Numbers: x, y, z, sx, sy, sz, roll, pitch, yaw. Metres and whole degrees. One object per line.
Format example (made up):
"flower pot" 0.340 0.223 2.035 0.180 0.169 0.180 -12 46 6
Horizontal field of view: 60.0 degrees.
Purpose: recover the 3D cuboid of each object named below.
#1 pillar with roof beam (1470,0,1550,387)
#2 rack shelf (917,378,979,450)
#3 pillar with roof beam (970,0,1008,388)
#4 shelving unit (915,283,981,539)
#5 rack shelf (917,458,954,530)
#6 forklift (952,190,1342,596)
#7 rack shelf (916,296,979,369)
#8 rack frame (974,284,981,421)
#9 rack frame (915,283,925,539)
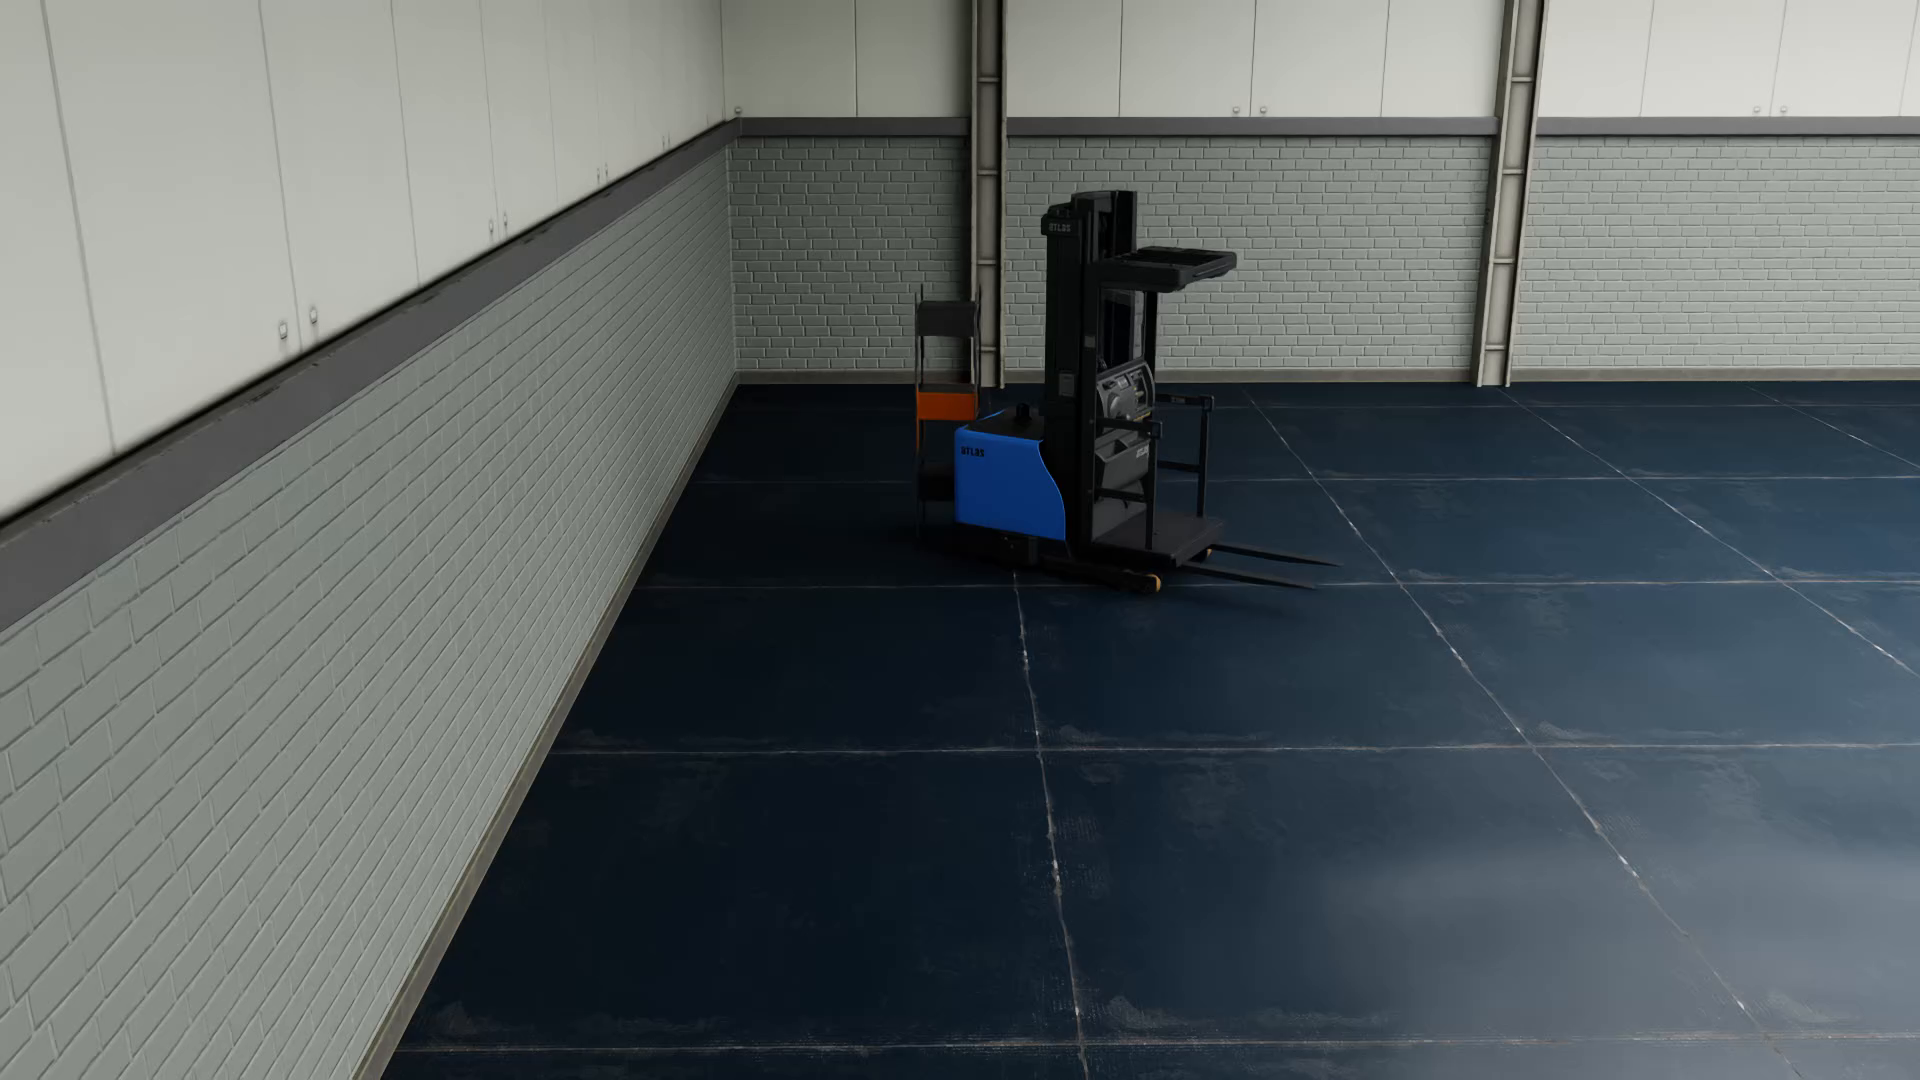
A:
"pillar with roof beam" 6.390 -4.836 14.390 0.400 9.000 9.100 0 18 -1
"rack shelf" -0.095 -1.051 13.931 0.480 0.518 0.431 2 18 6
"pillar with roof beam" 0.391 -4.807 14.300 0.400 9.000 9.100 0 18 -1
"shelving unit" -0.095 -1.064 13.927 0.503 2.100 0.431 2 18 6
"rack shelf" -0.095 -0.385 14.145 0.480 0.518 0.431 2 18 6
"forklift" 1.468 -1.156 12.852 3.031 2.935 1.130 10 20 29
"rack shelf" -0.095 -1.718 13.717 0.480 0.518 0.431 2 18 6
"rack frame" 0.148 -1.055 13.900 0.015 2.100 0.400 2 18 6
"rack frame" -0.337 -1.073 13.954 0.015 2.100 0.400 2 18 6
